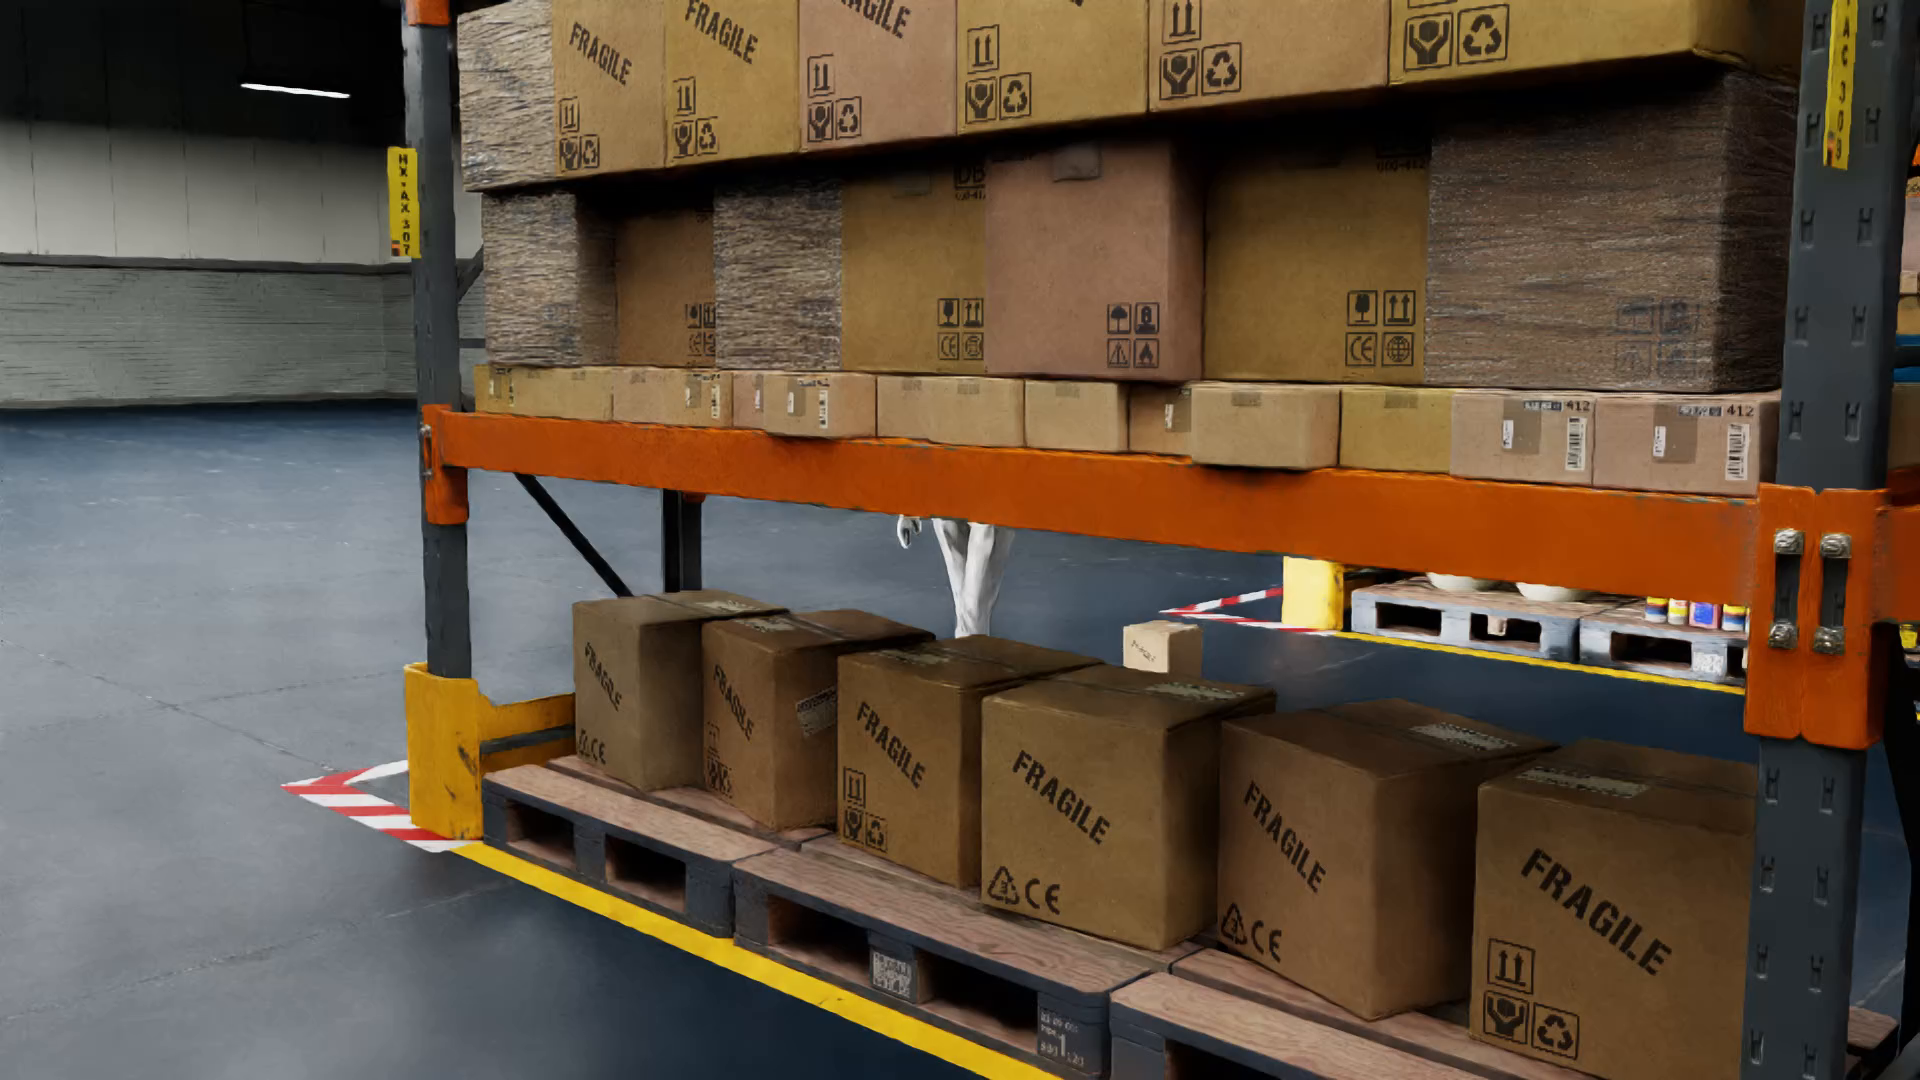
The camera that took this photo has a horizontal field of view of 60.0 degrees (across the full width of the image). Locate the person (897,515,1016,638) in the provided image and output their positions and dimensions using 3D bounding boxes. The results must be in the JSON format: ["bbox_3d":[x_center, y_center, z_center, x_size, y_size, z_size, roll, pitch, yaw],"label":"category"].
[{"bbox_3d":[0.050,-0.105,6.495,0.523,1.640,0.744,3,8,23],"label":"person"}]
